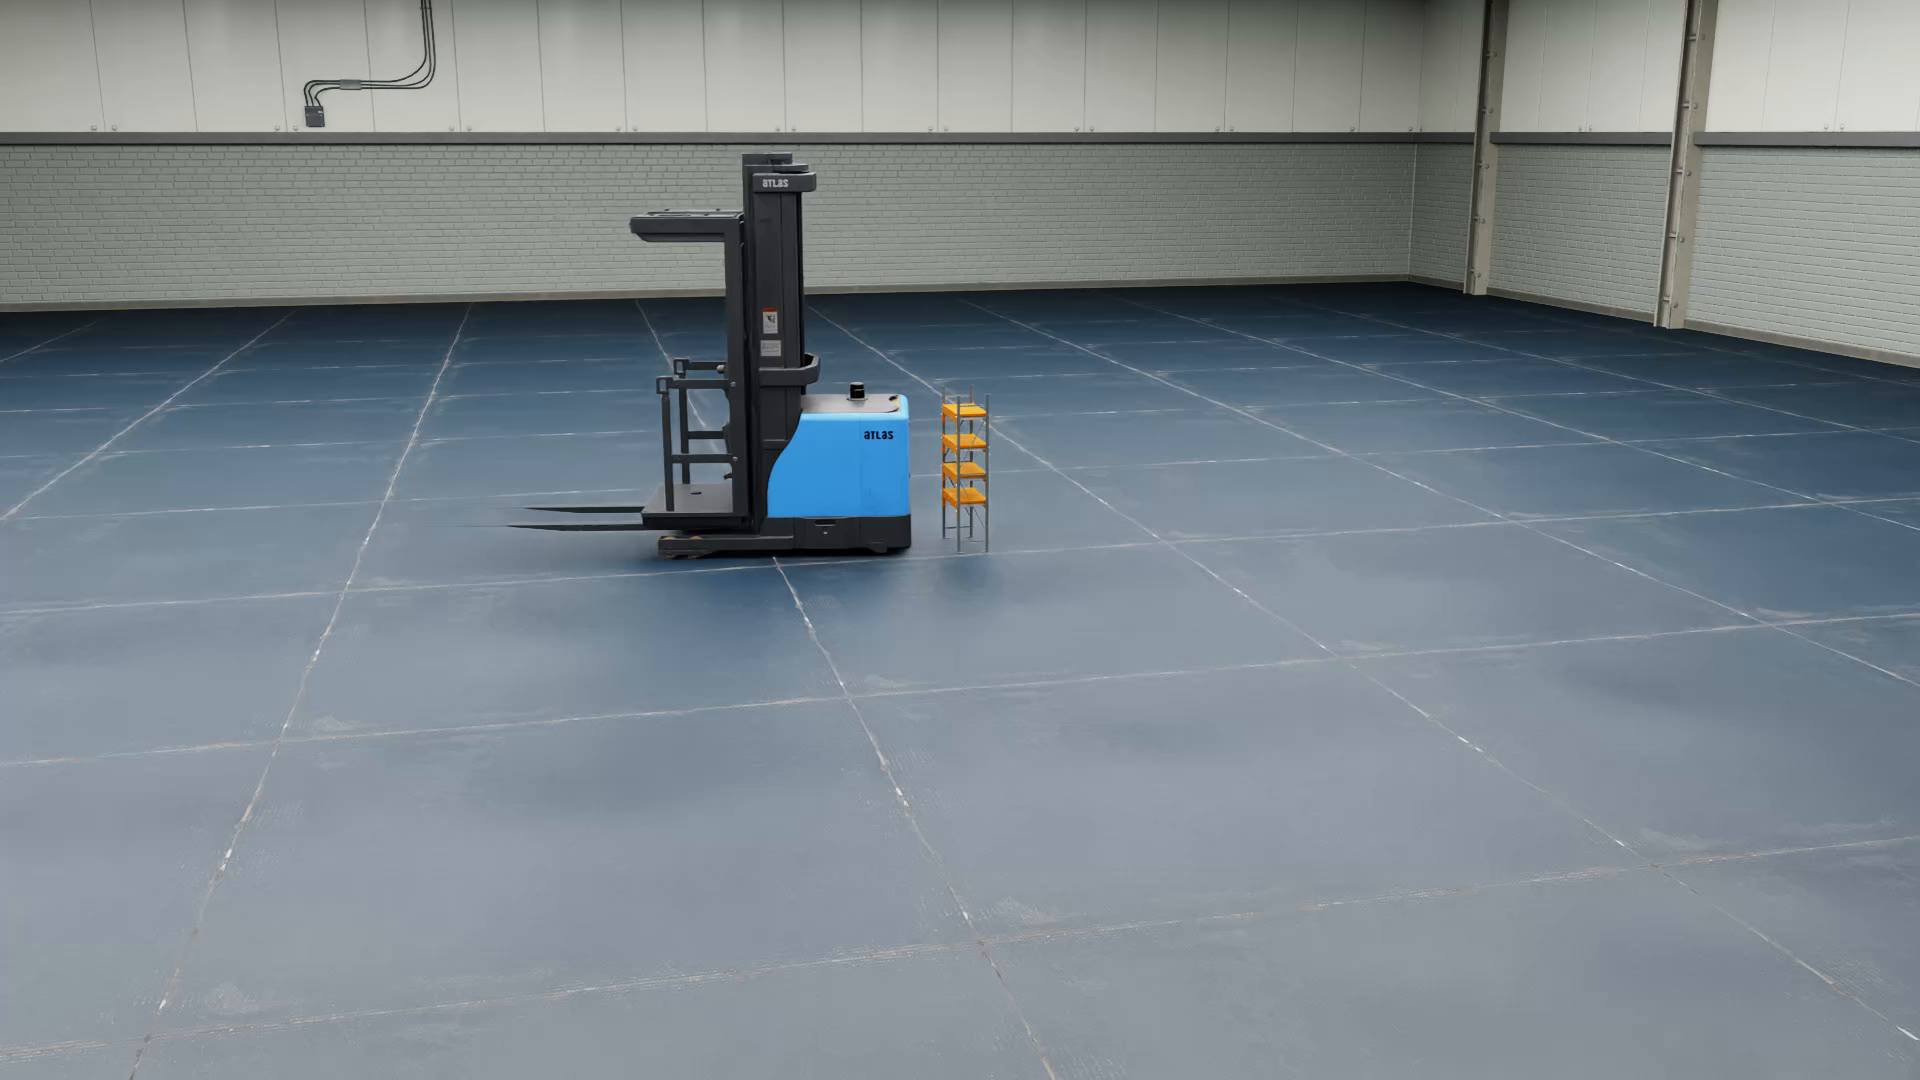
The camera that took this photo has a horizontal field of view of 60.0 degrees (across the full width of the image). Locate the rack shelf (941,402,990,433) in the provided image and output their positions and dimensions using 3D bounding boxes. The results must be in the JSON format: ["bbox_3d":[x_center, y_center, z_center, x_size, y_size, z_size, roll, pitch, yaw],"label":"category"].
[{"bbox_3d":[0.039,-0.926,12.535,0.258,0.148,0.480,-3,14,-13],"label":"rack shelf"}]

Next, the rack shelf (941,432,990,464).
[{"bbox_3d":[0.039,-0.697,12.591,0.258,0.148,0.480,-3,14,-13],"label":"rack shelf"}]

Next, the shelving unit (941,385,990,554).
[{"bbox_3d":[0.039,-0.545,12.628,0.258,1.200,0.503,-3,14,-13],"label":"shelving unit"}]

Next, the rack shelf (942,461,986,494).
[{"bbox_3d":[0.039,-0.479,12.644,0.258,0.148,0.480,-3,14,-13],"label":"rack shelf"}]

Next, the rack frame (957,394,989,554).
[{"bbox_3d":[0.096,-0.488,12.398,0.240,1.200,0.015,-3,14,-13],"label":"rack frame"}]

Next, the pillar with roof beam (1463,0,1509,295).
[{"bbox_3d":[5.994,-8.996,30.786,9.100,9.000,0.400,-3,14,-13],"label":"pillar with roof beam"}]

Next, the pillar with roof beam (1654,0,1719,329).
[{"bbox_3d":[7.403,-7.611,25.121,9.100,9.000,0.400,-3,14,-13],"label":"pillar with roof beam"}]

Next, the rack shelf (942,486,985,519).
[{"bbox_3d":[0.039,-0.286,12.691,0.258,0.148,0.480,-3,14,-13],"label":"rack shelf"}]

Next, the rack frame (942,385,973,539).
[{"bbox_3d":[-0.018,-0.601,12.859,0.240,1.200,0.015,-3,14,-13],"label":"rack frame"}]

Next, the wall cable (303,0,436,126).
[{"bbox_3d":[-10.616,-10.411,29.413,2.305,6.003,0.169,-3,14,-13],"label":"wall cable"}]

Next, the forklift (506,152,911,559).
[{"bbox_3d":[-1.896,-1.410,12.521,3.031,2.935,1.130,-1,14,-2],"label":"forklift"}]
